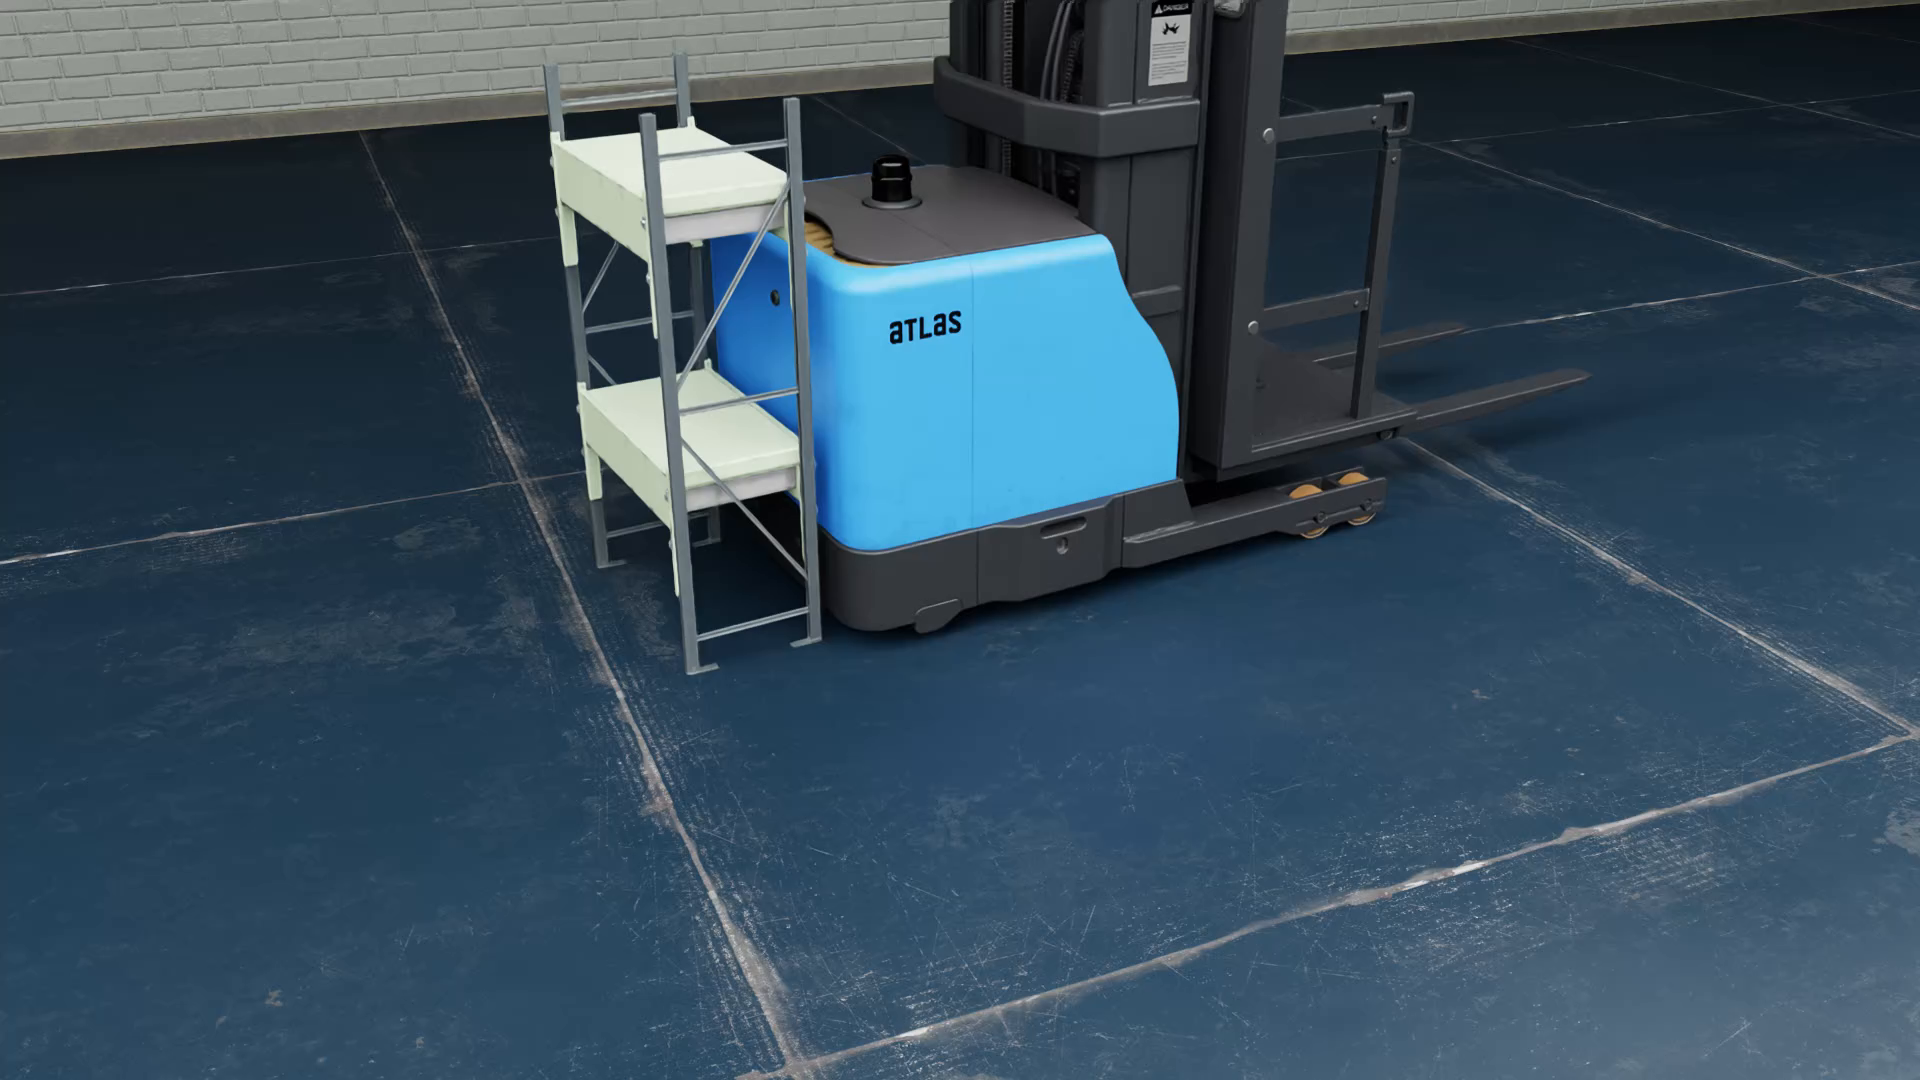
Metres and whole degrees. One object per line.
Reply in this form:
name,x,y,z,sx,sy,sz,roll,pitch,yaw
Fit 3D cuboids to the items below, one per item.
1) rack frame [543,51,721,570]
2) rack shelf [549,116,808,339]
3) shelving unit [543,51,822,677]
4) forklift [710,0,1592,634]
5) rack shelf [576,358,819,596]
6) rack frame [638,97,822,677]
rack frame,-0.931,-0.630,4.831,0.400,1.500,0.023,-14,29,-27
rack shelf,-0.749,-0.841,4.374,0.431,0.370,0.720,-14,29,-27
shelving unit,-0.749,-0.491,4.546,0.431,1.500,0.755,-14,29,-27
forklift,0.782,-1.510,5.002,3.031,2.935,1.130,-14,29,-26
rack shelf,-0.749,-0.198,4.689,0.431,0.370,0.720,-14,29,-27
rack frame,-0.566,-0.351,4.260,0.400,1.500,0.023,-14,29,-27
